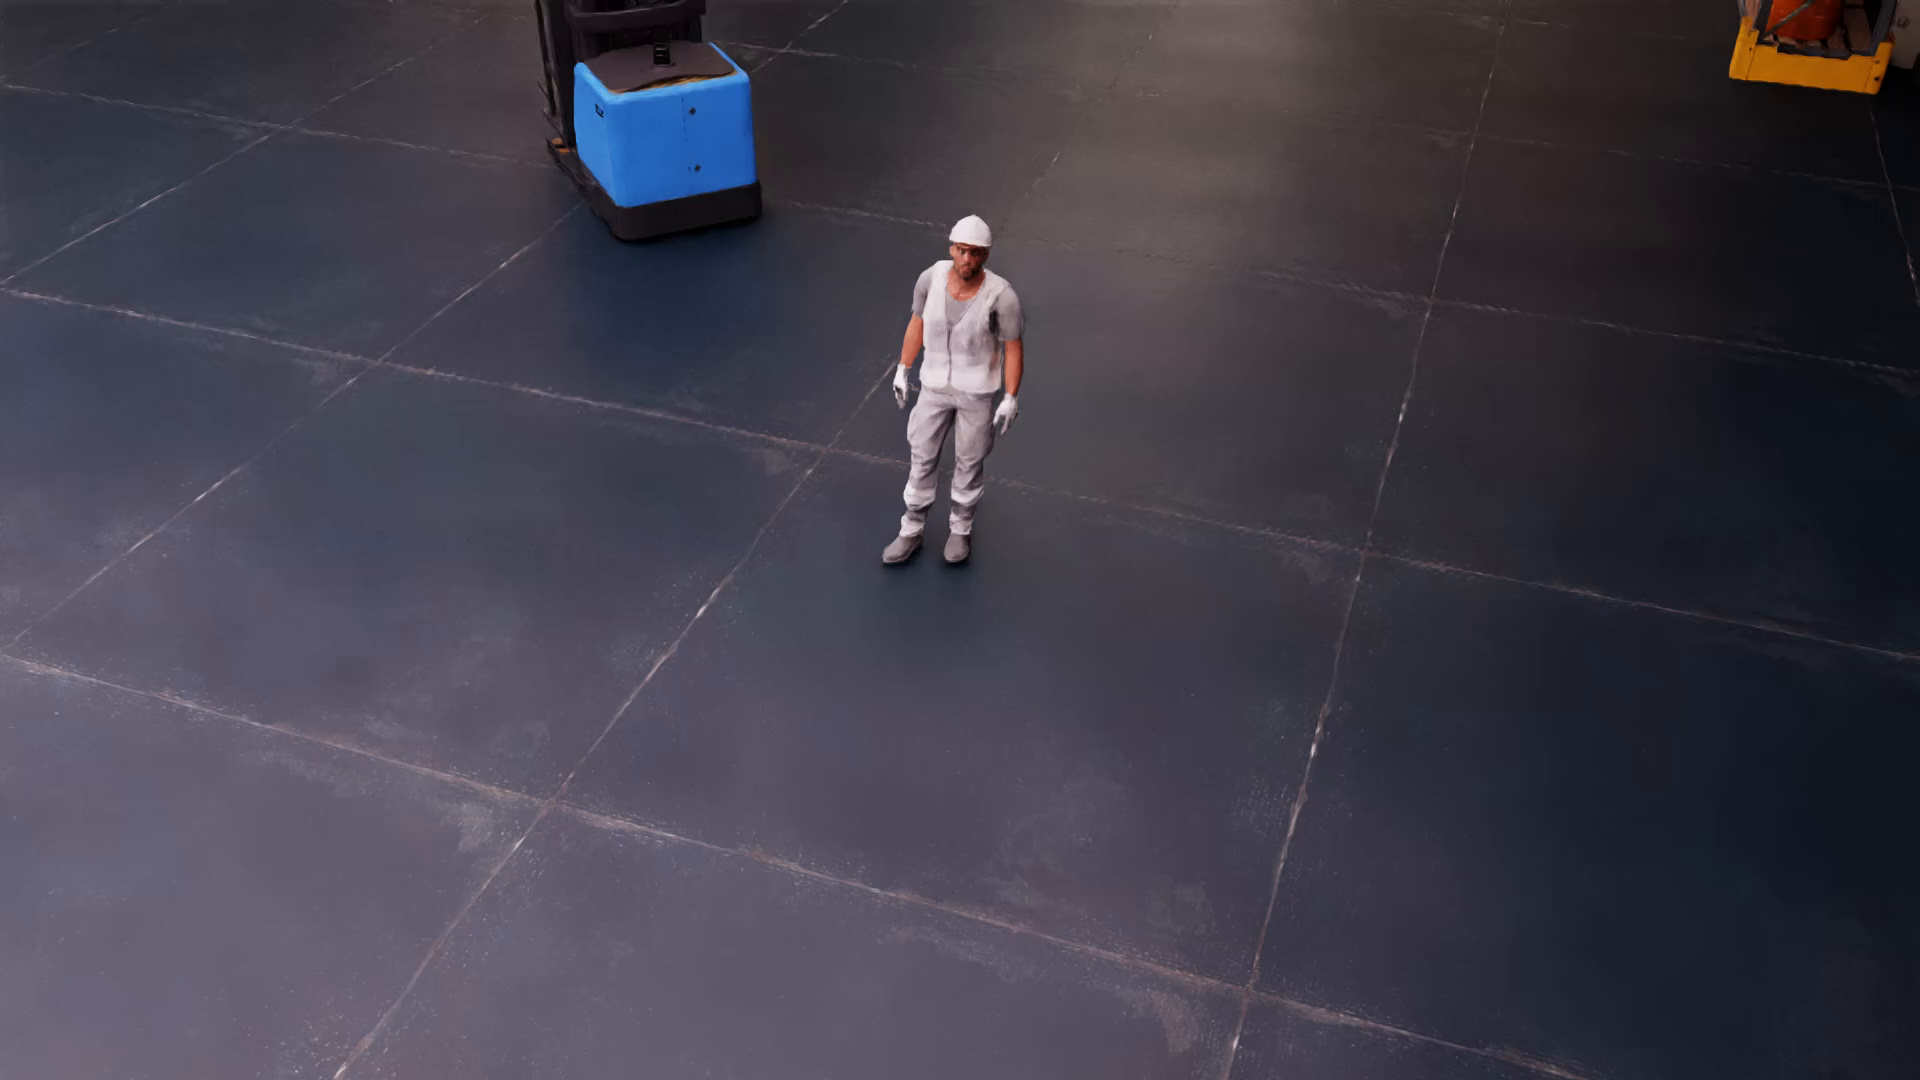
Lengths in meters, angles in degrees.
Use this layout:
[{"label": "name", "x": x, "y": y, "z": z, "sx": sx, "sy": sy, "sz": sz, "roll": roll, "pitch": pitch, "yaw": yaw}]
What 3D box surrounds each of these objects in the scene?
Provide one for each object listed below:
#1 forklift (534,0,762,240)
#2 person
[{"label": "forklift", "x": -2.506, "y": -4.101, "z": 11.896, "sx": 1.130, "sy": 2.935, "sz": 3.031, "roll": -16, "pitch": 38, "yaw": -21}, {"label": "person", "x": -0.037, "y": -0.694, "z": 8.065, "sx": 0.637, "sy": 1.787, "sz": 0.563, "roll": 12, "pitch": 37, "yaw": 16}]
